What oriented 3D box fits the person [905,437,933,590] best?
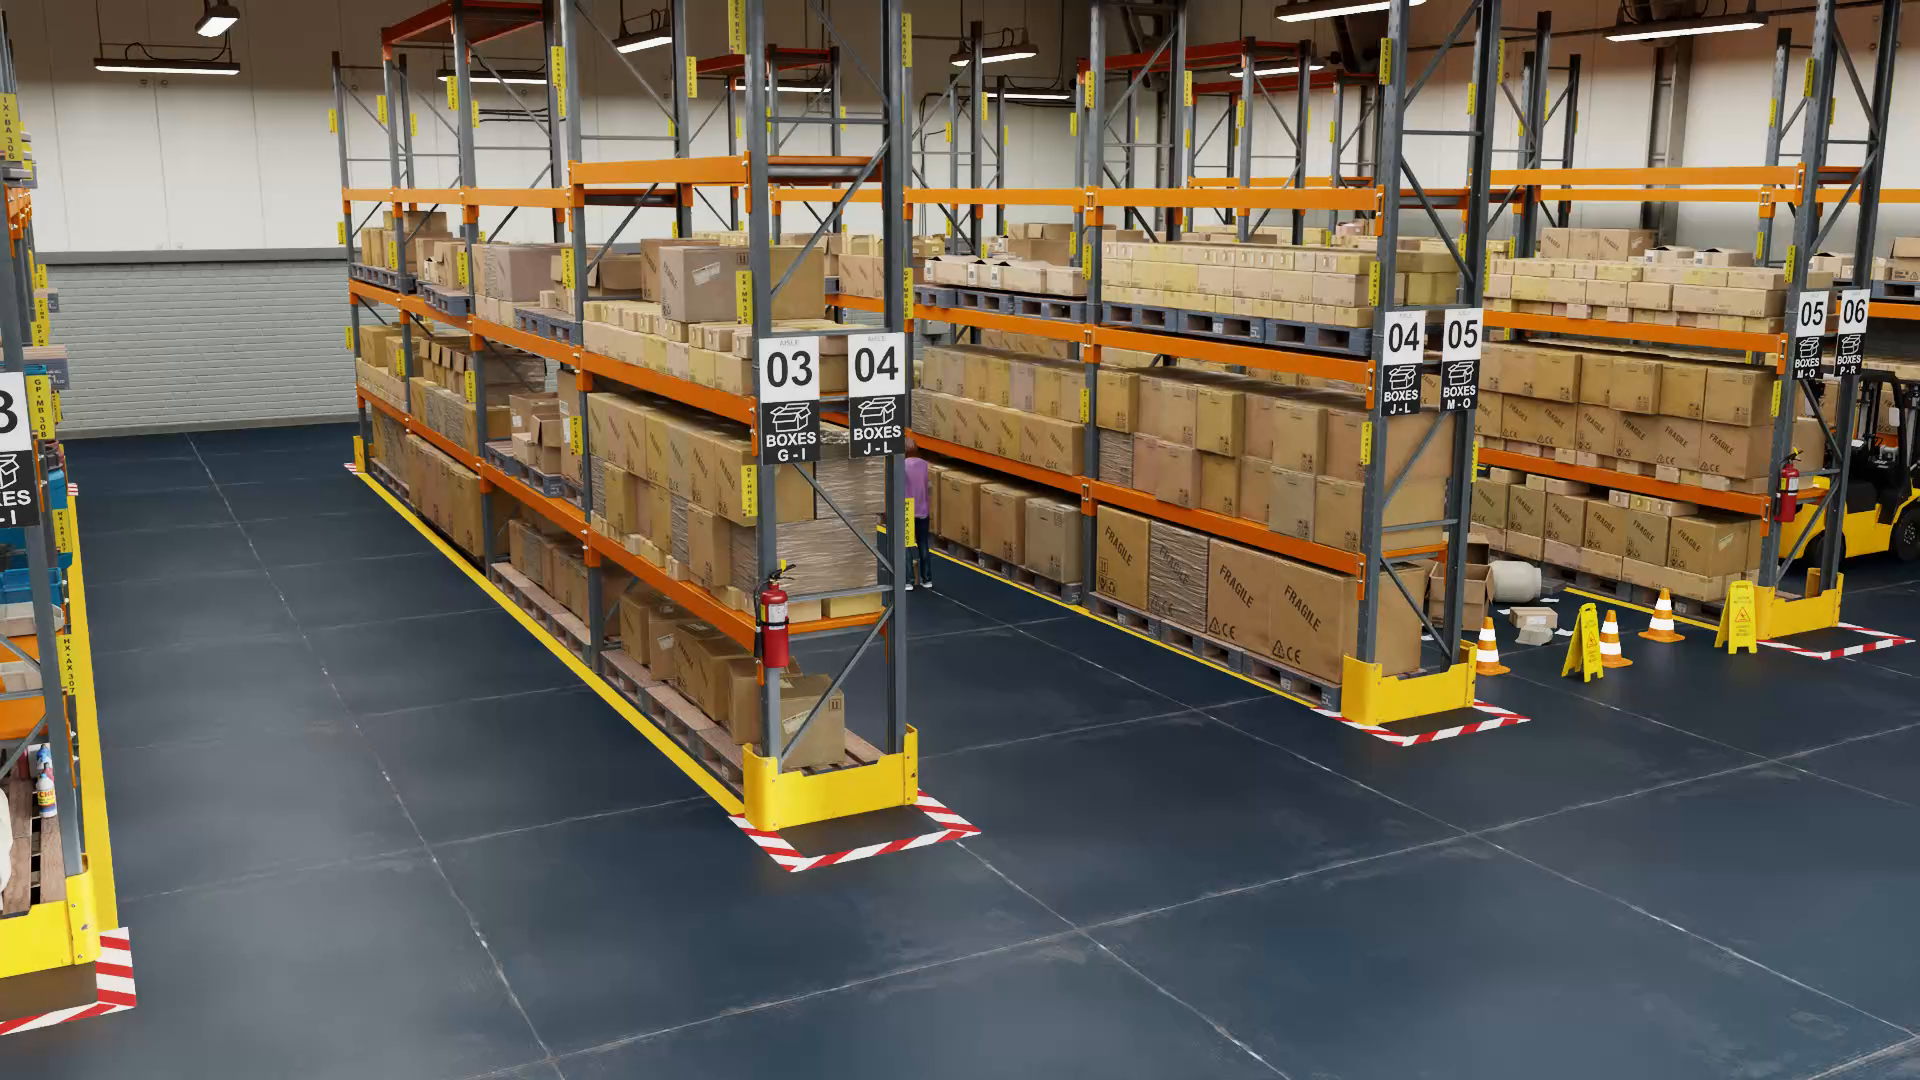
[{"bbox_3d":[-0.494,-0.272,17.278,0.470,1.591,0.350,-7,14,-29],"label":"person"}]
